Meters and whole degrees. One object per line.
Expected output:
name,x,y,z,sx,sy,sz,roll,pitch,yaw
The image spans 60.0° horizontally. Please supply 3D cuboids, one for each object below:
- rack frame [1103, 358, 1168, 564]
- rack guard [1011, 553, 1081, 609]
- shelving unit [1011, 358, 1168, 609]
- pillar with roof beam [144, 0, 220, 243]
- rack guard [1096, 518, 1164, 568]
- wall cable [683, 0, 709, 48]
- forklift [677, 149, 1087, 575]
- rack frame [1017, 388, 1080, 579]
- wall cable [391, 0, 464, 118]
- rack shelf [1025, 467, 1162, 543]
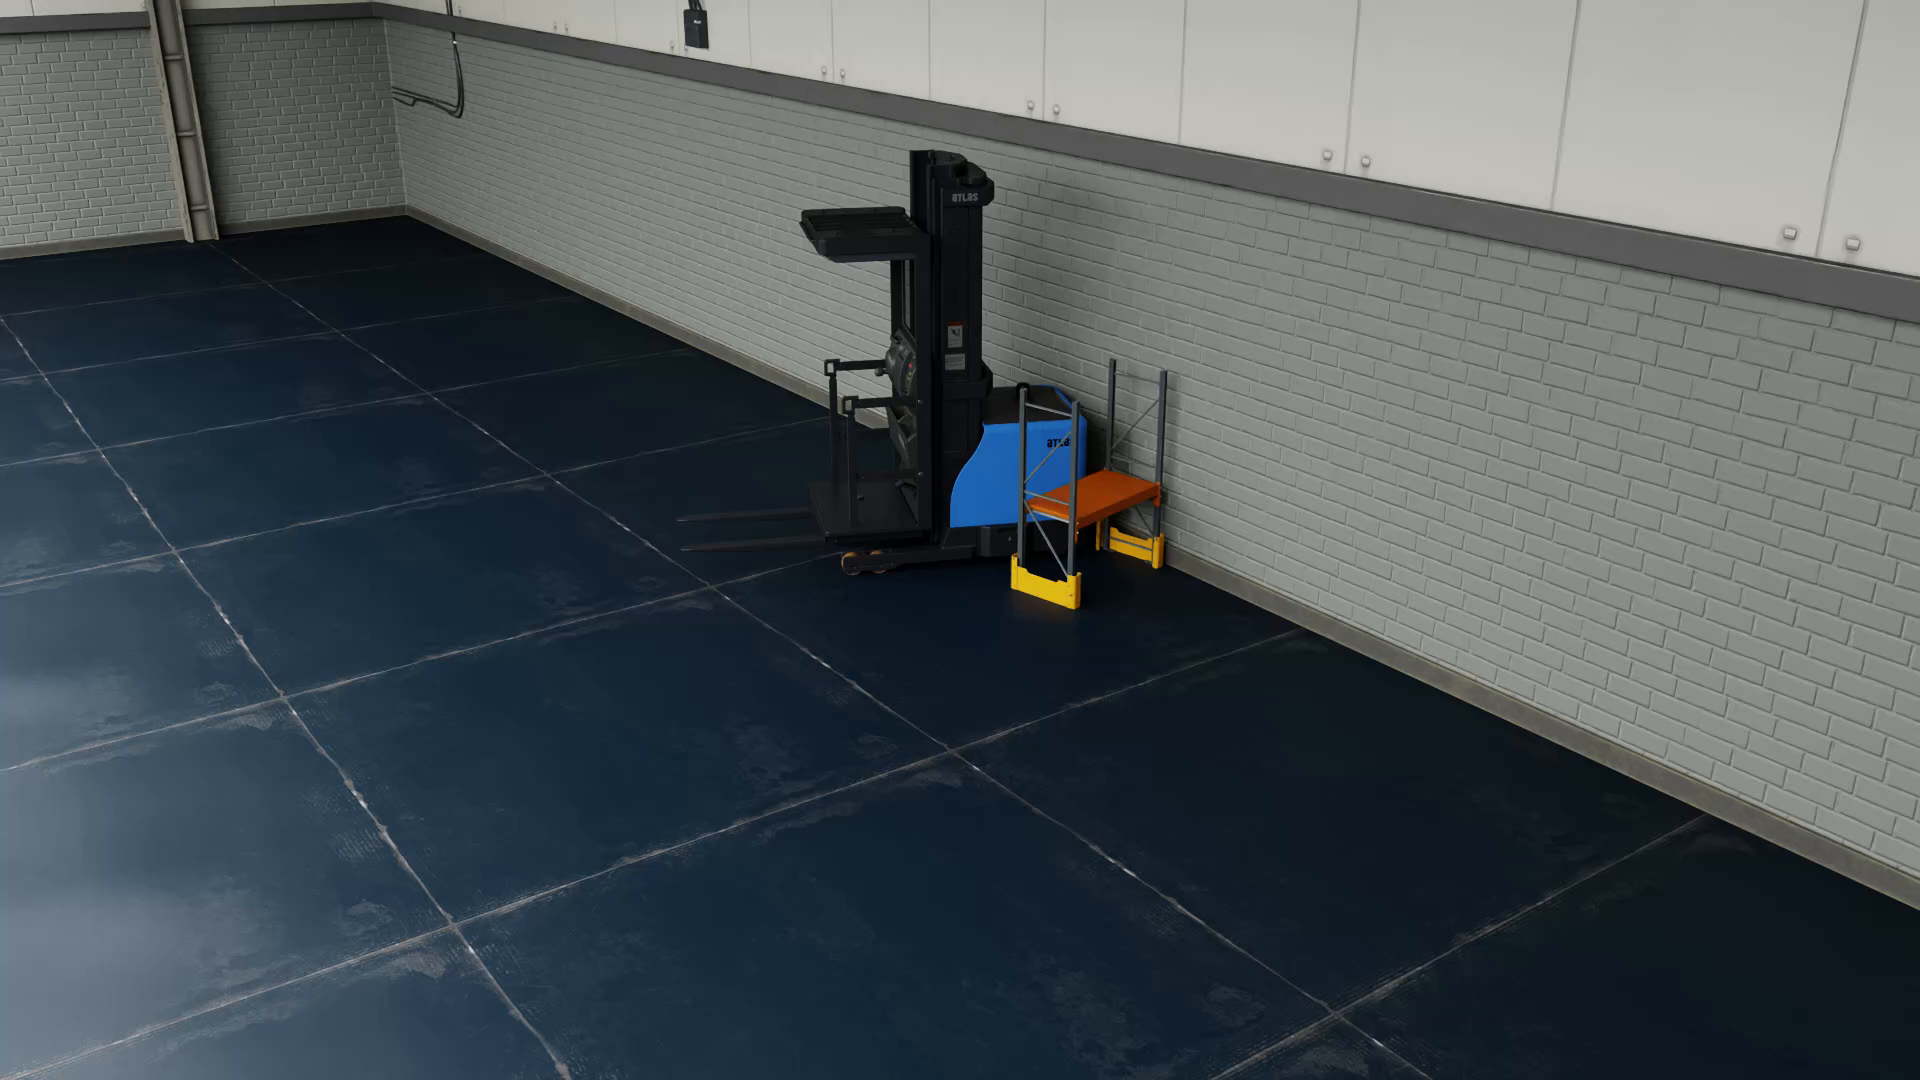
rack frame,1.288,-0.571,12.304,0.500,1.500,0.032,18,28,38
rack guard,0.610,0.289,11.834,0.587,0.250,0.087,18,28,38
shelving unit,0.942,-0.428,11.946,0.587,1.500,1.083,18,28,38
pillar with roof beam,-8.238,-7.154,18.682,0.400,9.000,9.100,-15,26,-33
rack guard,1.275,0.015,12.522,0.587,0.250,0.087,18,28,38
wall cable,-2.057,-7.409,14.733,0.169,6.003,2.305,-15,26,-33
forklift,-0.616,-1.315,12.236,3.031,2.935,1.130,-4,22,-11
rack frame,0.609,-0.291,11.601,0.500,1.500,0.032,18,28,38
wall cable,-7.588,-7.247,23.105,0.112,2.526,3.097,-15,26,-33
rack shelf,0.948,-0.264,12.019,0.538,0.185,1.000,18,28,38
